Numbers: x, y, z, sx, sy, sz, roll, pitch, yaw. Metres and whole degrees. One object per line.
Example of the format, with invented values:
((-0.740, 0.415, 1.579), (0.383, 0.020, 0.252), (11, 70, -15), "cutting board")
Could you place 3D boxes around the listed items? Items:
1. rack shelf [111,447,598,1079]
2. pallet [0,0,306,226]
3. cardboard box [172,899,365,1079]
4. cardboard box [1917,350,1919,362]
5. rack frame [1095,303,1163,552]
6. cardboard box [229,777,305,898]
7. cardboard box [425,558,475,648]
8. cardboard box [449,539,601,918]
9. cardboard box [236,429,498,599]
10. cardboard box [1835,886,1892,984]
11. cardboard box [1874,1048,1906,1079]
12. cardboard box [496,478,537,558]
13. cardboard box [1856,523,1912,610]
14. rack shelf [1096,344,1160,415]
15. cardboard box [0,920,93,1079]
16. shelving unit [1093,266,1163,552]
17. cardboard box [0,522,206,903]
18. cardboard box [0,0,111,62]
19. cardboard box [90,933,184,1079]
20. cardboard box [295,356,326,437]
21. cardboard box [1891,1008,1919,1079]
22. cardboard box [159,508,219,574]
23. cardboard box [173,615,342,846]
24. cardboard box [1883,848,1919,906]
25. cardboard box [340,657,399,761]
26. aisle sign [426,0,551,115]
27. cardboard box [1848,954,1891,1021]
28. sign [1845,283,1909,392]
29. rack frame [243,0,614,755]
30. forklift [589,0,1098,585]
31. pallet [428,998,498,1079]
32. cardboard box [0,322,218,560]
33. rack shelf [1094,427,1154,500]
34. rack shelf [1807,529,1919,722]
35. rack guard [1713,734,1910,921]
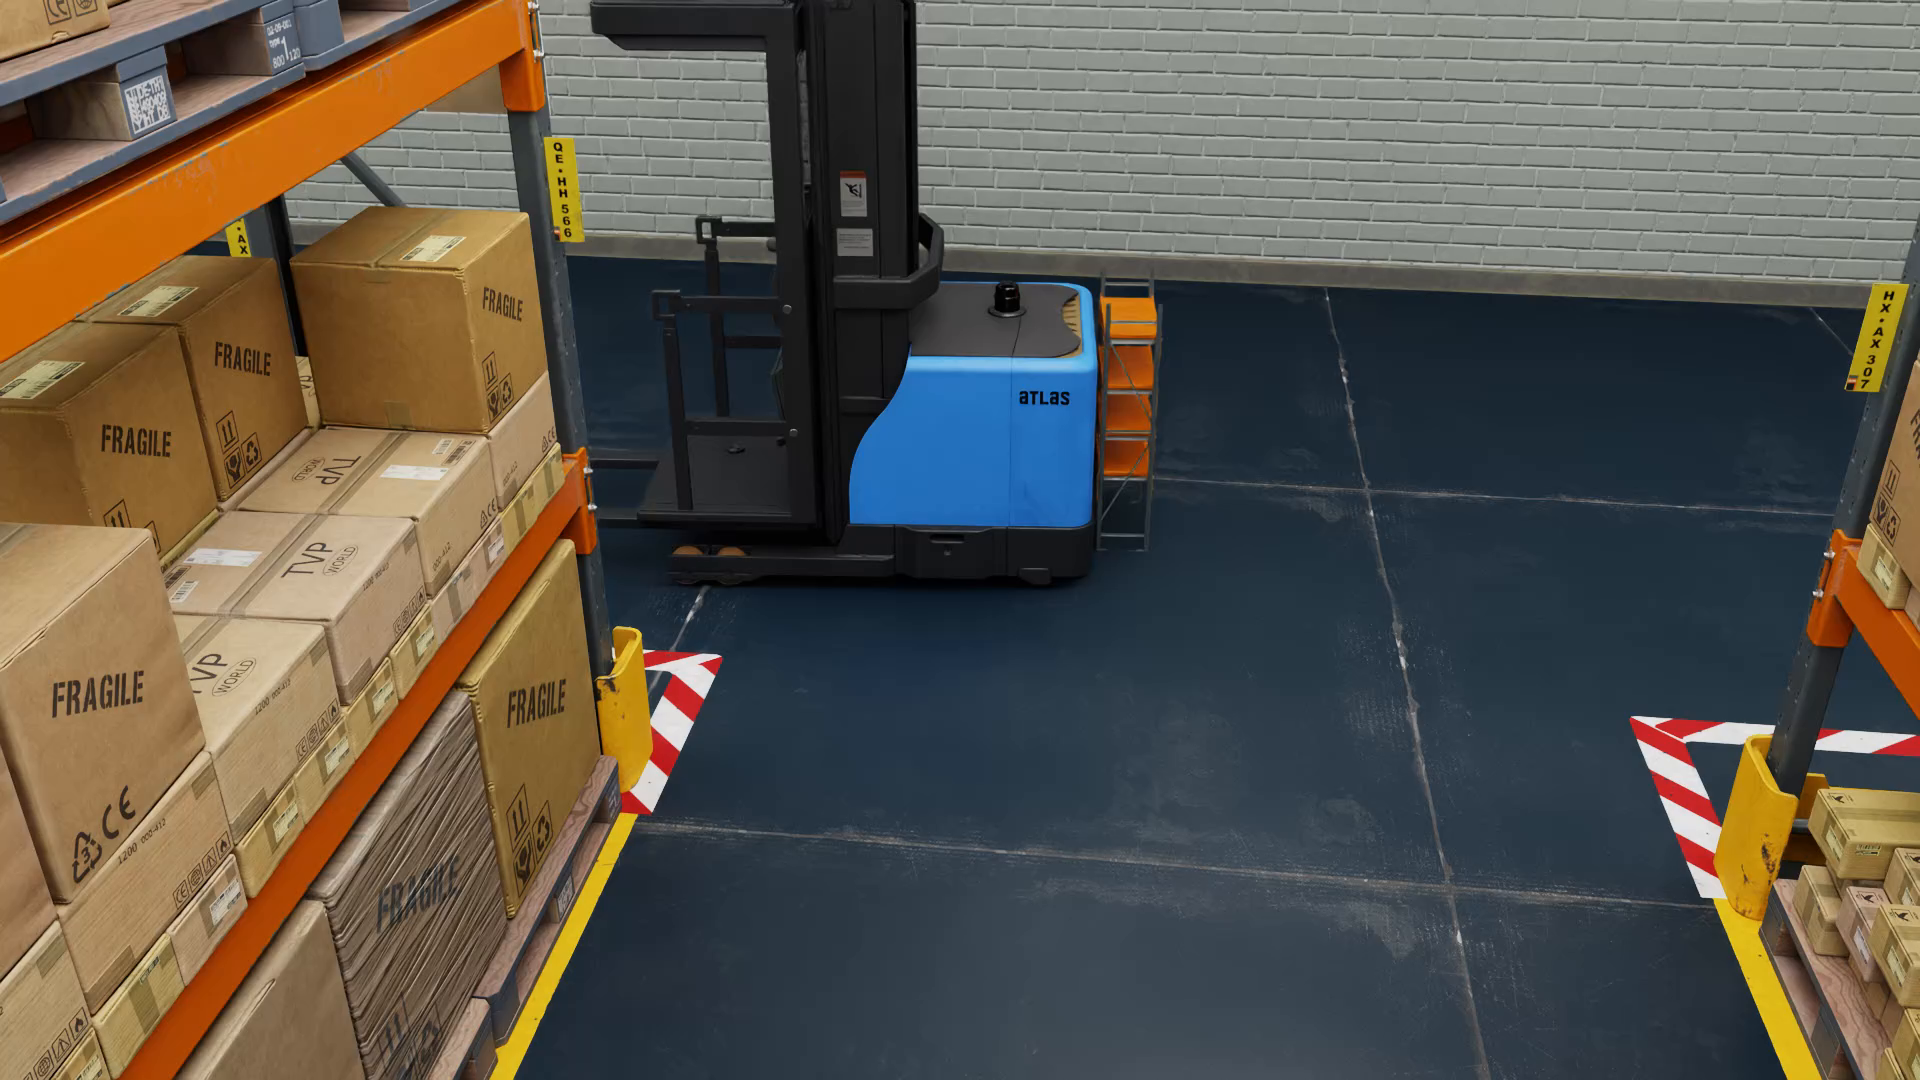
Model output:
((-2.001, 0.760, 3.934), (1.077, 0.370, 4.000), (3, 28, 6), "rack shelf")
((-1.983, -0.854, 3.103), (1.003, 0.211, 1.213), (3, 28, 6), "pallet")
((-1.975, 1.406, 3.775), (0.875, 0.875, 0.875), (3, 28, 6), "cardboard box")
((2.836, -0.581, 4.193), (0.500, 0.500, 0.500), (3, 28, 6), "cardboard box")
((0.744, -0.477, 7.371), (0.240, 1.200, 0.015), (1, 28, 2), "rack frame")
((-1.690, 0.642, 3.661), (0.380, 0.149, 0.250), (3, 28, 5), "cardboard box")
((-1.566, 0.158, 4.559), (0.380, 0.149, 0.250), (4, 29, 7), "cardboard box")
((-1.755, 0.559, 5.348), (0.875, 0.875, 0.875), (3, 28, 6), "cardboard box")
((-1.614, -0.080, 4.581), (0.500, 0.250, 0.500), (3, 28, 5), "cardboard box")
((2.746, 1.135, 4.731), (0.380, 0.149, 0.250), (3, 28, 6), "cardboard box")
((2.658, 1.496, 4.374), (0.380, 0.149, 0.250), (4, 29, 7), "cardboard box")
((-1.503, -0.078, 4.997), (0.380, 0.149, 0.250), (4, 29, 7), "cardboard box")
((2.790, 0.082, 4.700), (0.380, 0.149, 0.250), (3, 28, 6), "cardboard box")
((0.752, -0.731, 7.511), (0.258, 0.148, 0.480), (1, 28, 2), "rack shelf")
((-1.862, 0.880, 2.798), (0.500, 0.250, 0.500), (3, 28, 6), "cardboard box")
((0.752, -0.593, 7.585), (0.258, 1.200, 0.503), (1, 28, 2), "shelving unit")
((-1.806, 0.303, 3.079), (0.500, 0.500, 0.500), (2, 28, 5), "cardboard box")
((-1.934, -1.071, 2.759), (0.700, 0.500, 0.500), (5, 29, 8), "cardboard box")
((-1.754, 0.884, 3.212), (0.380, 0.149, 0.250), (3, 28, 5), "cardboard box")
((-2.082, -0.352, 5.086), (0.500, 0.250, 0.500), (3, 28, 5), "cardboard box")
((2.665, 1.369, 4.295), (0.380, 0.149, 0.250), (4, 29, 8), "cardboard box")
((-2.205, 0.129, 4.192), (0.500, 0.250, 0.500), (2, 28, 4), "cardboard box")
((-1.736, 0.405, 3.681), (0.500, 0.250, 0.500), (3, 29, 6), "cardboard box")
((2.839, 1.010, 4.648), (0.380, 0.149, 0.250), (4, 29, 7), "cardboard box")
((-1.627, 0.403, 4.105), (0.380, 0.149, 0.250), (3, 29, 6), "cardboard box")
((-1.449, -1.659, 4.925), (0.394, 0.787, 0.004), (3, 28, 6), "aisle sign")
((2.822, 1.264, 4.804), (0.380, 0.149, 0.250), (3, 28, 6), "cardboard box")
((2.616, -0.575, 4.741), (0.100, 0.325, 0.005), (3, 28, 6), "sign")
((-1.756, -0.498, 5.511), (1.000, 3.000, 0.127), (3, 28, 6), "rack frame")
((-0.910, -1.339, 7.145), (3.031, 2.935, 1.130), (1, 28, 2), "forklift")
((-1.928, 1.683, 4.403), (1.003, 0.211, 1.213), (3, 28, 6), "pallet")
((-2.201, -0.203, 4.018), (0.500, 0.500, 0.500), (3, 28, 5), "cardboard box")
((0.752, -0.359, 7.712), (0.258, 0.148, 0.480), (1, 28, 2), "rack shelf")
((2.910, 1.096, 3.311), (1.077, 0.370, 4.000), (3, 28, 6), "rack shelf")
((3.145, 0.974, 5.414), (1.175, 0.500, 0.348), (3, 28, 6), "rack guard")
